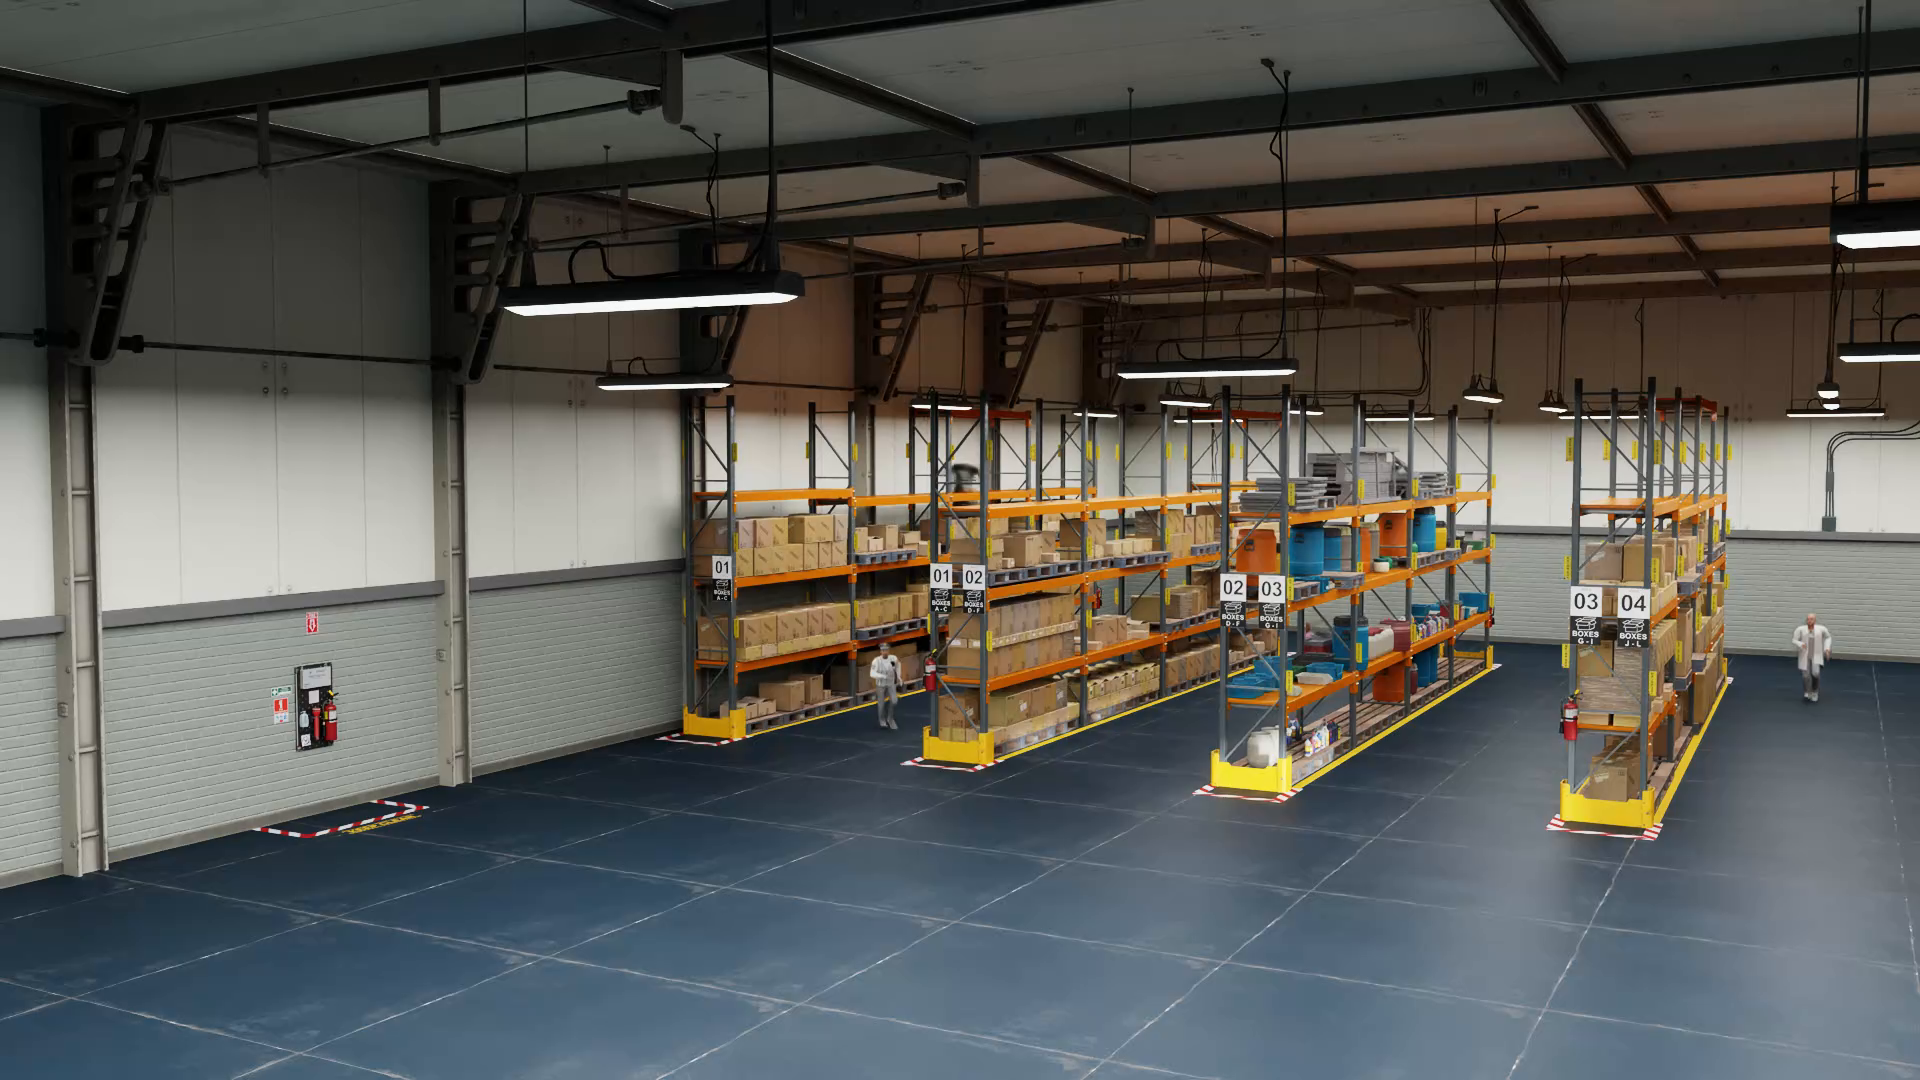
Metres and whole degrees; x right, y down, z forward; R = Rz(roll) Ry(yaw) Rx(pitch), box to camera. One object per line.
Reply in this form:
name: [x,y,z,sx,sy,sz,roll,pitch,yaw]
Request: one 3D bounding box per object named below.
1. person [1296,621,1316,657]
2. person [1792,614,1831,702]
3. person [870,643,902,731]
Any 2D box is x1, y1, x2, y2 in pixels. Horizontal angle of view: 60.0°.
person: [7.084,2.435,33.748,0.532,1.606,0.733,2,4,34]
person: [17.091,2.411,33.386,0.692,1.688,0.844,2,3,27]
person: [-1.325,2.624,29.892,0.602,1.615,0.910,0,3,-8]
